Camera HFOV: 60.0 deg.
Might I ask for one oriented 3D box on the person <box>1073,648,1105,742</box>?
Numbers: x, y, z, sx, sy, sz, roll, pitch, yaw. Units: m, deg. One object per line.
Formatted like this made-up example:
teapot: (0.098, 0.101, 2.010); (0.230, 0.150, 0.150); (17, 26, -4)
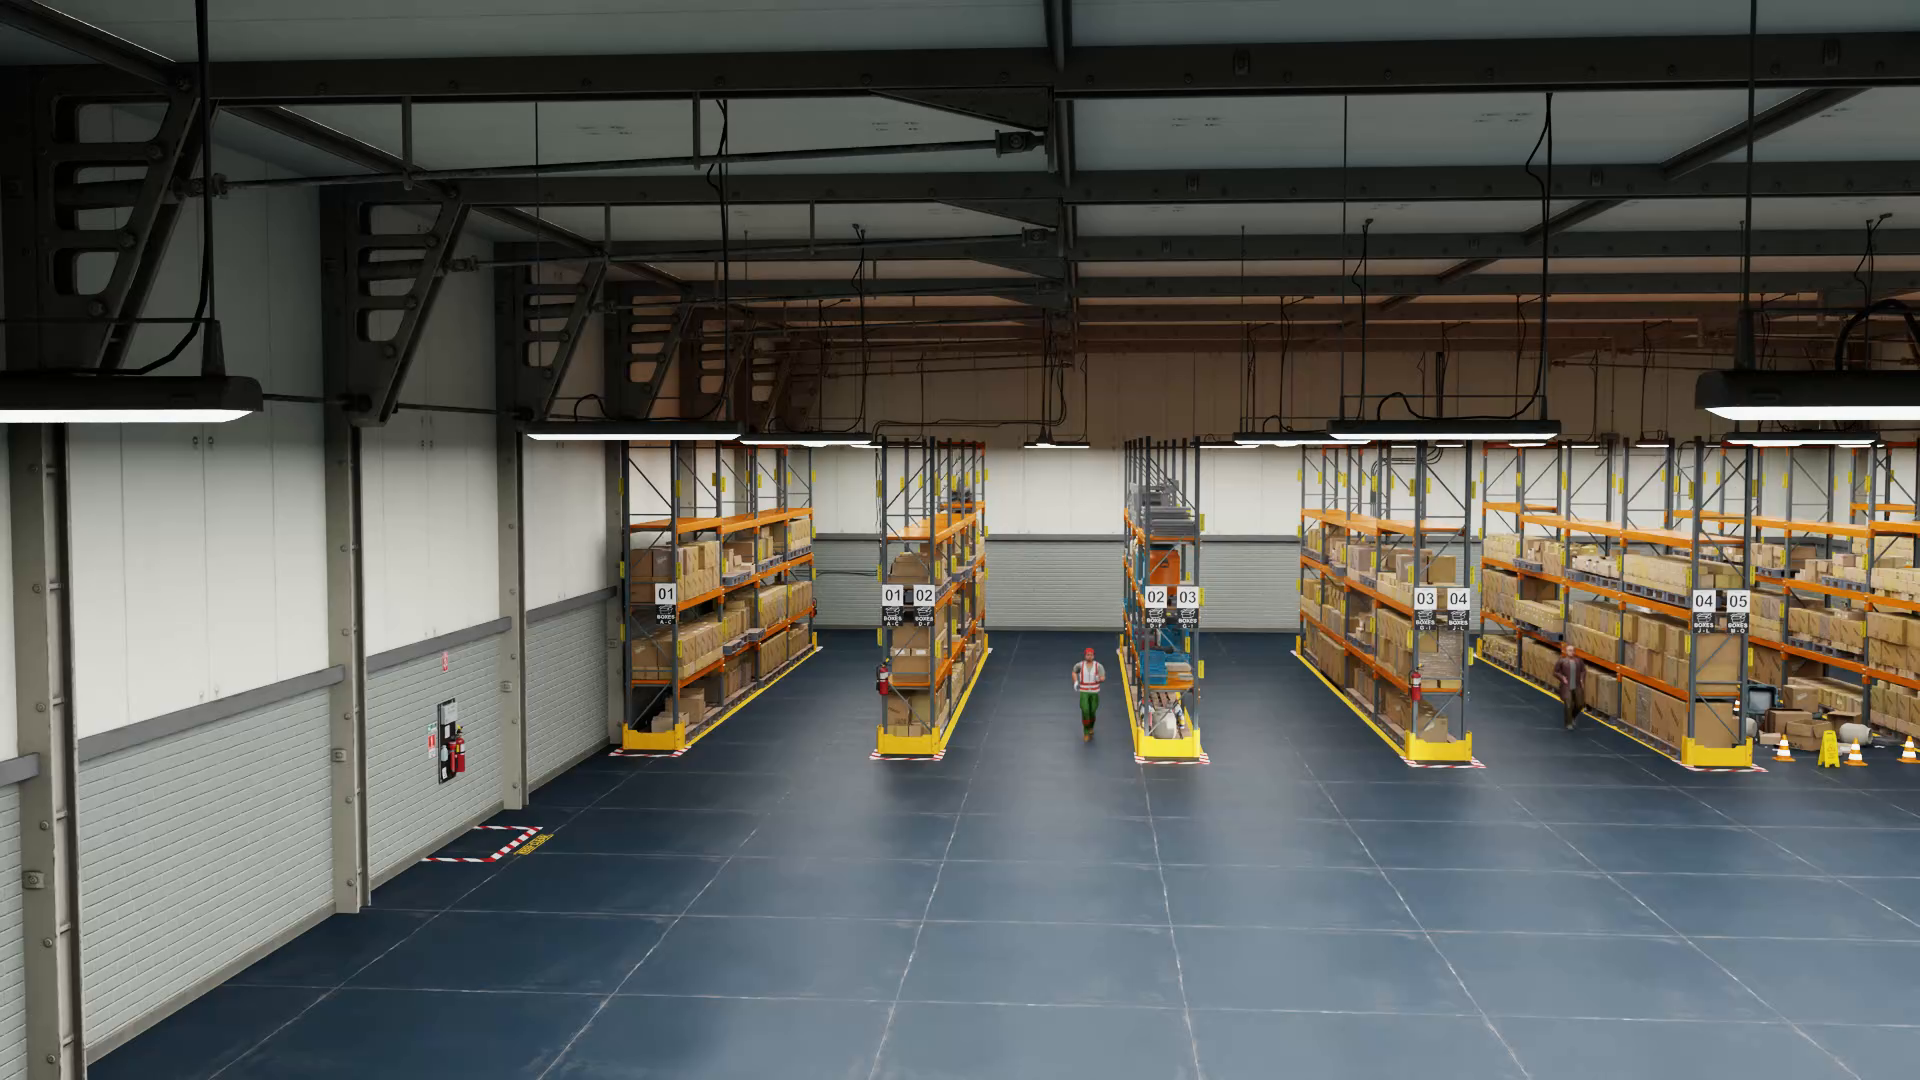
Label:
person: (2.572, 3.049, 33.074); (0.640, 1.824, 0.814); (0, 3, 0)

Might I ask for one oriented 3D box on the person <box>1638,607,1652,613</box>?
person: (19.454, 2.353, 47.401); (0.568, 1.655, 0.731); (1, 3, 13)

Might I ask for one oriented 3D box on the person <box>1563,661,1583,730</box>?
person: (12.515, 3.155, 34.090); (0.621, 1.473, 0.566); (0, 3, 4)
